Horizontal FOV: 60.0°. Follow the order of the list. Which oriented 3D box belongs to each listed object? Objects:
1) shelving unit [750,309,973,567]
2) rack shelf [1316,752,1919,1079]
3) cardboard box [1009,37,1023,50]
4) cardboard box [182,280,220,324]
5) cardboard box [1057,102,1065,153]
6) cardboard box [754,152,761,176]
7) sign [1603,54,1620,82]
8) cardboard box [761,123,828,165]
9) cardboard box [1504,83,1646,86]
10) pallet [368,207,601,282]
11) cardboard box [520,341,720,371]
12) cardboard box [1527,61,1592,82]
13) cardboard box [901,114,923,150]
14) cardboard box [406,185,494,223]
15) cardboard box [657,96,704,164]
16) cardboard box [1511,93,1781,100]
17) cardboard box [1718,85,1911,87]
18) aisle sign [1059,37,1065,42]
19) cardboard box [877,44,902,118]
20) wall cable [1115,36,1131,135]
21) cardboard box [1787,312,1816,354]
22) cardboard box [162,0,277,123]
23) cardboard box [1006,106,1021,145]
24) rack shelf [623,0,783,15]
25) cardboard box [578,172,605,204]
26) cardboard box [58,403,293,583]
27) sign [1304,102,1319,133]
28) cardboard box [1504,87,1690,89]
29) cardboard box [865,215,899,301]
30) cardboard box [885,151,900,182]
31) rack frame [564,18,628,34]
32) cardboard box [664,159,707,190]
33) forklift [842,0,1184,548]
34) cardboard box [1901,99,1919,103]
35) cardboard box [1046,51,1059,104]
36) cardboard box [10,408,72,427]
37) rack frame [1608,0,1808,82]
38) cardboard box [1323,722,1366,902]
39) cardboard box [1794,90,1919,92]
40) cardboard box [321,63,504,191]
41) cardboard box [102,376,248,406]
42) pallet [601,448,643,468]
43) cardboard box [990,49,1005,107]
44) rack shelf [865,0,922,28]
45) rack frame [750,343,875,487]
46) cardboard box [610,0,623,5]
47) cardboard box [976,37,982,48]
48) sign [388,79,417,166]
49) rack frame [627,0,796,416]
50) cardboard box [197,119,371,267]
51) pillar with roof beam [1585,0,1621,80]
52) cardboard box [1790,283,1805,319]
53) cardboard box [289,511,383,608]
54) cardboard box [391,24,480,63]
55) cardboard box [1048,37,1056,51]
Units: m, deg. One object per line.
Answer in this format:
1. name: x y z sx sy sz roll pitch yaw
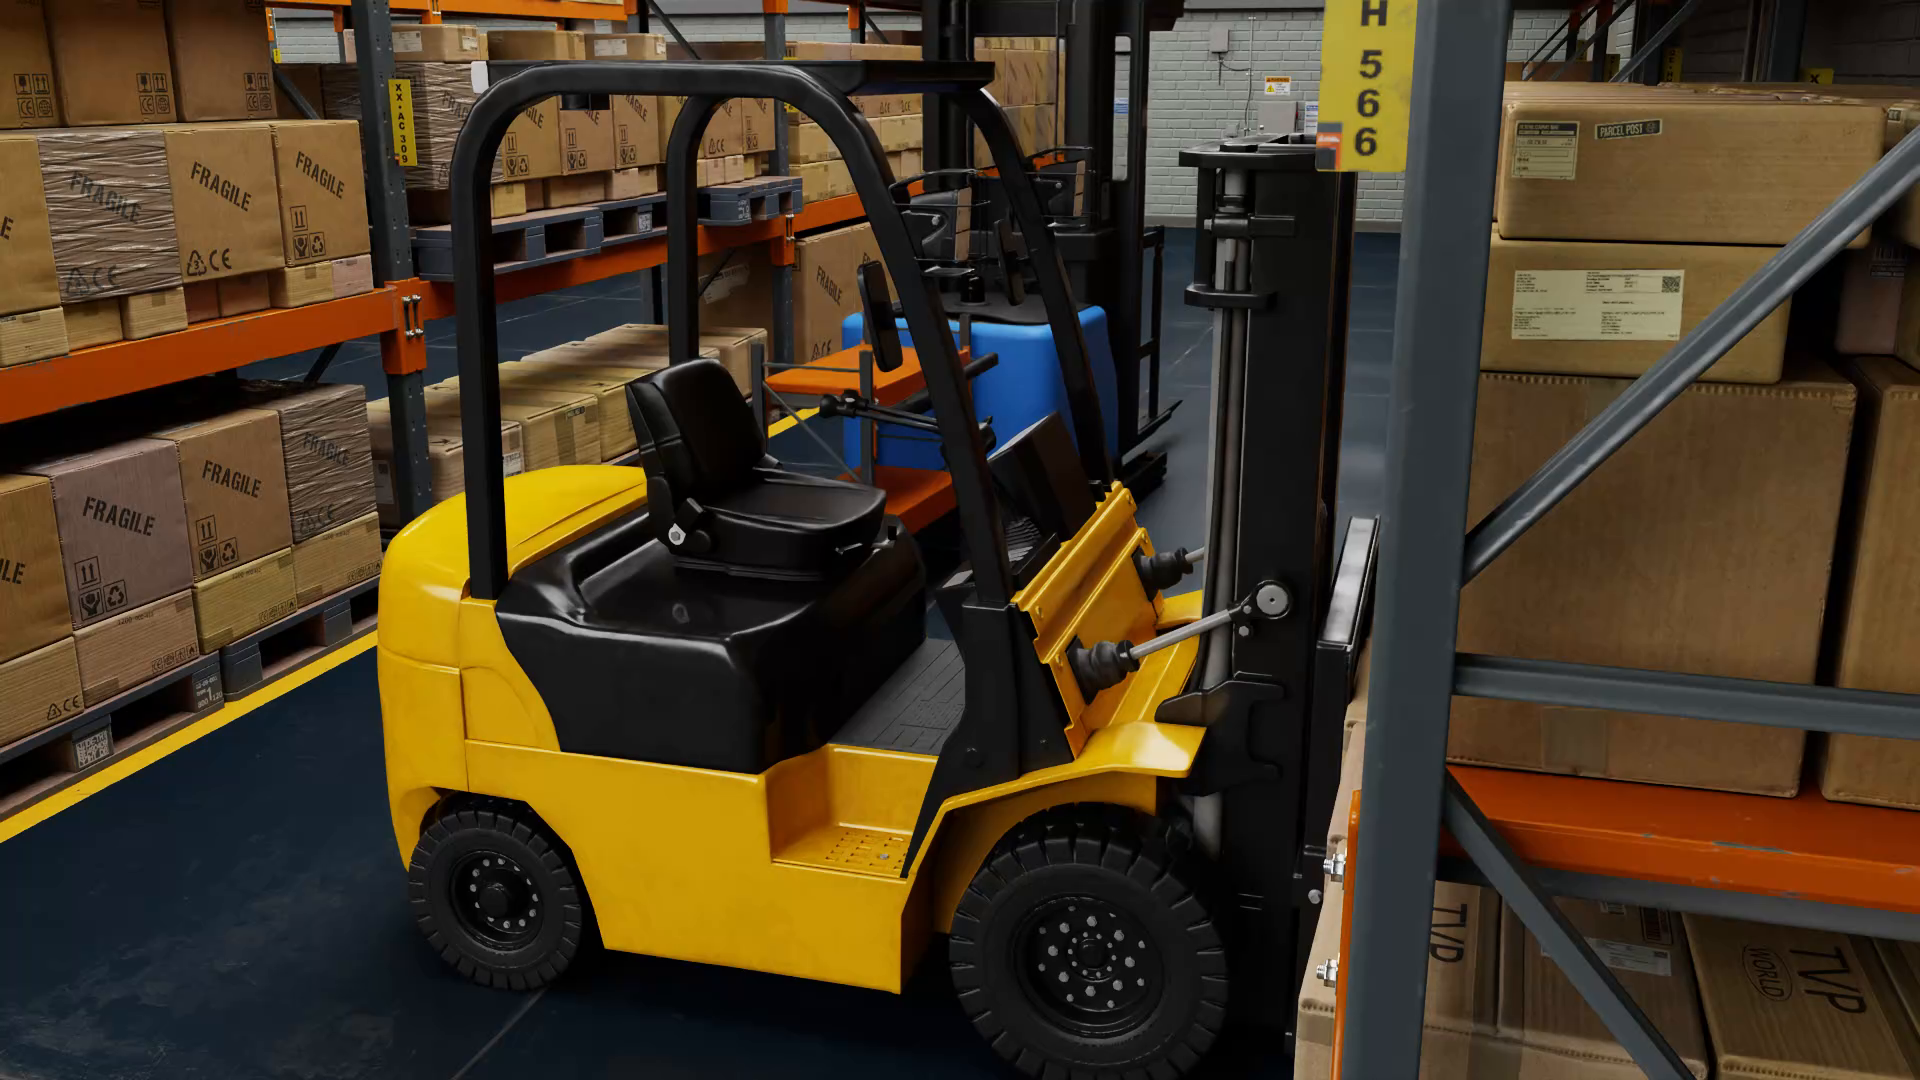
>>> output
1. shelving unit: -0.375 -0.314 6.876 0.538 1.125 1.048 6 17 21
2. rack shelf: 1.498 0.006 3.628 1.077 0.370 4.000 5 16 16
3. cardboard box: 0.370 -4.641 15.489 0.380 0.149 0.250 5 16 16
4. cardboard box: -2.790 -0.826 5.706 0.380 0.149 0.250 4 16 15
5. cardboard box: 0.834 -4.288 17.266 0.500 0.500 0.500 5 17 16
6. cardboard box: -1.424 -2.271 10.028 0.380 0.149 0.250 5 17 18
7. sign: 4.873 -3.471 12.447 0.100 0.325 0.005 5 16 16
8. cardboard box: -1.176 -2.575 10.770 0.500 0.250 0.500 5 16 15
9. cardboard box: 1.640 -1.163 4.516 0.380 0.149 0.250 4 16 15
10. pallet: -2.337 -1.343 7.420 1.003 0.211 1.213 5 16 16
11. cardboard box: -1.929 -0.890 9.518 0.950 0.372 0.625 4 16 15
12. cardboard box: 5.019 -3.757 13.932 0.500 0.500 0.500 4 16 14
13. cardboard box: -0.588 -3.107 12.644 0.500 0.250 0.500 5 17 17
14. cardboard box: -2.233 -1.448 7.129 0.380 0.149 0.250 5 17 17
15. cardboard box: -1.698 -2.278 8.865 0.500 0.500 0.500 3 16 12
16. cardboard box: 1.061 -0.627 2.624 0.380 0.149 0.250 5 17 16
17. cardboard box: 1.988 -0.990 3.905 0.380 0.149 0.250 4 16 15
18. aisle sign: 1.035 -5.632 17.424 0.394 0.787 0.004 5 16 16
19. cardboard box: -0.742 -3.329 12.053 0.500 0.500 0.500 5 17 17
20. wall cable: 2.297 -6.367 22.861 0.585 1.953 0.123 5 16 16
21. cardboard box: 1.464 -0.111 2.539 0.500 0.500 0.500 5 17 18
22. cardboard box: -3.026 -1.821 6.191 0.700 0.500 0.500 4 16 15
23. cardboard box: 0.259 -3.751 15.375 0.500 0.500 0.500 5 17 16
24. rack shelf: -2.125 -2.867 8.262 1.077 0.370 4.000 5 16 16
25. cardboard box: -1.961 -1.721 8.092 0.380 0.149 0.250 5 17 16
26. cardboard box: -2.747 -0.178 5.855 0.500 0.500 0.500 5 17 17
27. sign: 4.802 -5.632 22.364 0.329 0.494 0.001 5 16 16
28. cardboard box: 1.348 -0.896 3.574 0.380 0.149 0.250 5 16 16
29. cardboard box: -0.769 -2.114 12.911 0.875 0.875 0.875 5 17 17
30. cardboard box: -0.756 -2.732 12.238 0.500 0.250 0.500 5 16 16
31. rack frame: -4.058 -4.744 19.057 1.000 3.000 0.127 5 16 16
32. cardboard box: -1.604 -1.987 9.029 0.380 0.149 0.250 5 17 17
33. forklift: 0.467 -1.699 8.447 1.130 2.935 3.031 6 17 21
34. cardboard box: 1.366 -0.456 2.022 0.380 0.149 0.250 5 17 18
35. cardboard box: 0.688 -4.632 16.647 0.500 0.500 0.500 5 16 16
36. cardboard box: -3.357 -0.503 5.812 0.380 0.149 0.250 5 17 18
37. rack frame: 2.067 -0.863 5.375 1.000 3.000 0.127 5 16 16
38. cardboard box: 0.901 0.545 2.849 0.500 0.250 0.500 5 17 17
39. cardboard box: 1.703 -0.723 2.963 0.380 0.149 0.250 4 16 15
40. cardboard box: -2.285 -1.741 6.971 0.500 0.500 0.500 5 17 17
41. cardboard box: -3.120 -0.353 6.473 0.500 0.500 0.500 5 17 19
42. pallet: -2.129 -0.429 8.956 1.003 0.211 1.213 5 16 16
43. cardboard box: 0.097 -4.106 14.794 0.500 0.500 0.500 4 16 15
44. rack shelf: 0.149 -4.960 15.641 1.077 0.370 4.000 5 16 16
45. rack frame: -0.562 -0.185 6.421 0.500 1.125 0.032 6 17 21
46. cardboard box: -3.933 -5.975 18.176 0.500 0.250 0.500 4 16 15
47. cardboard box: -0.024 -4.312 14.330 0.380 0.149 0.250 5 17 17
48. sign: -2.171 -1.623 6.469 0.100 0.325 0.005 5 16 16
49. rack frame: -1.557 -2.293 10.418 1.000 3.000 0.127 5 16 16
50. cardboard box: -2.581 -1.303 6.196 0.500 0.500 0.500 4 16 14
51. pillar with roof beam: 2.980 -7.858 19.042 9.100 9.000 0.400 5 16 16
52. cardboard box: 1.363 -0.381 2.302 0.380 0.149 0.250 4 16 15
53. cardboard box: -2.604 0.049 6.427 0.500 0.250 0.500 5 17 18
54. cardboard box: -2.221 -2.048 6.865 0.380 0.149 0.250 5 16 16
55. cardboard box: 0.765 -4.976 16.671 0.380 0.149 0.250 4 16 15
